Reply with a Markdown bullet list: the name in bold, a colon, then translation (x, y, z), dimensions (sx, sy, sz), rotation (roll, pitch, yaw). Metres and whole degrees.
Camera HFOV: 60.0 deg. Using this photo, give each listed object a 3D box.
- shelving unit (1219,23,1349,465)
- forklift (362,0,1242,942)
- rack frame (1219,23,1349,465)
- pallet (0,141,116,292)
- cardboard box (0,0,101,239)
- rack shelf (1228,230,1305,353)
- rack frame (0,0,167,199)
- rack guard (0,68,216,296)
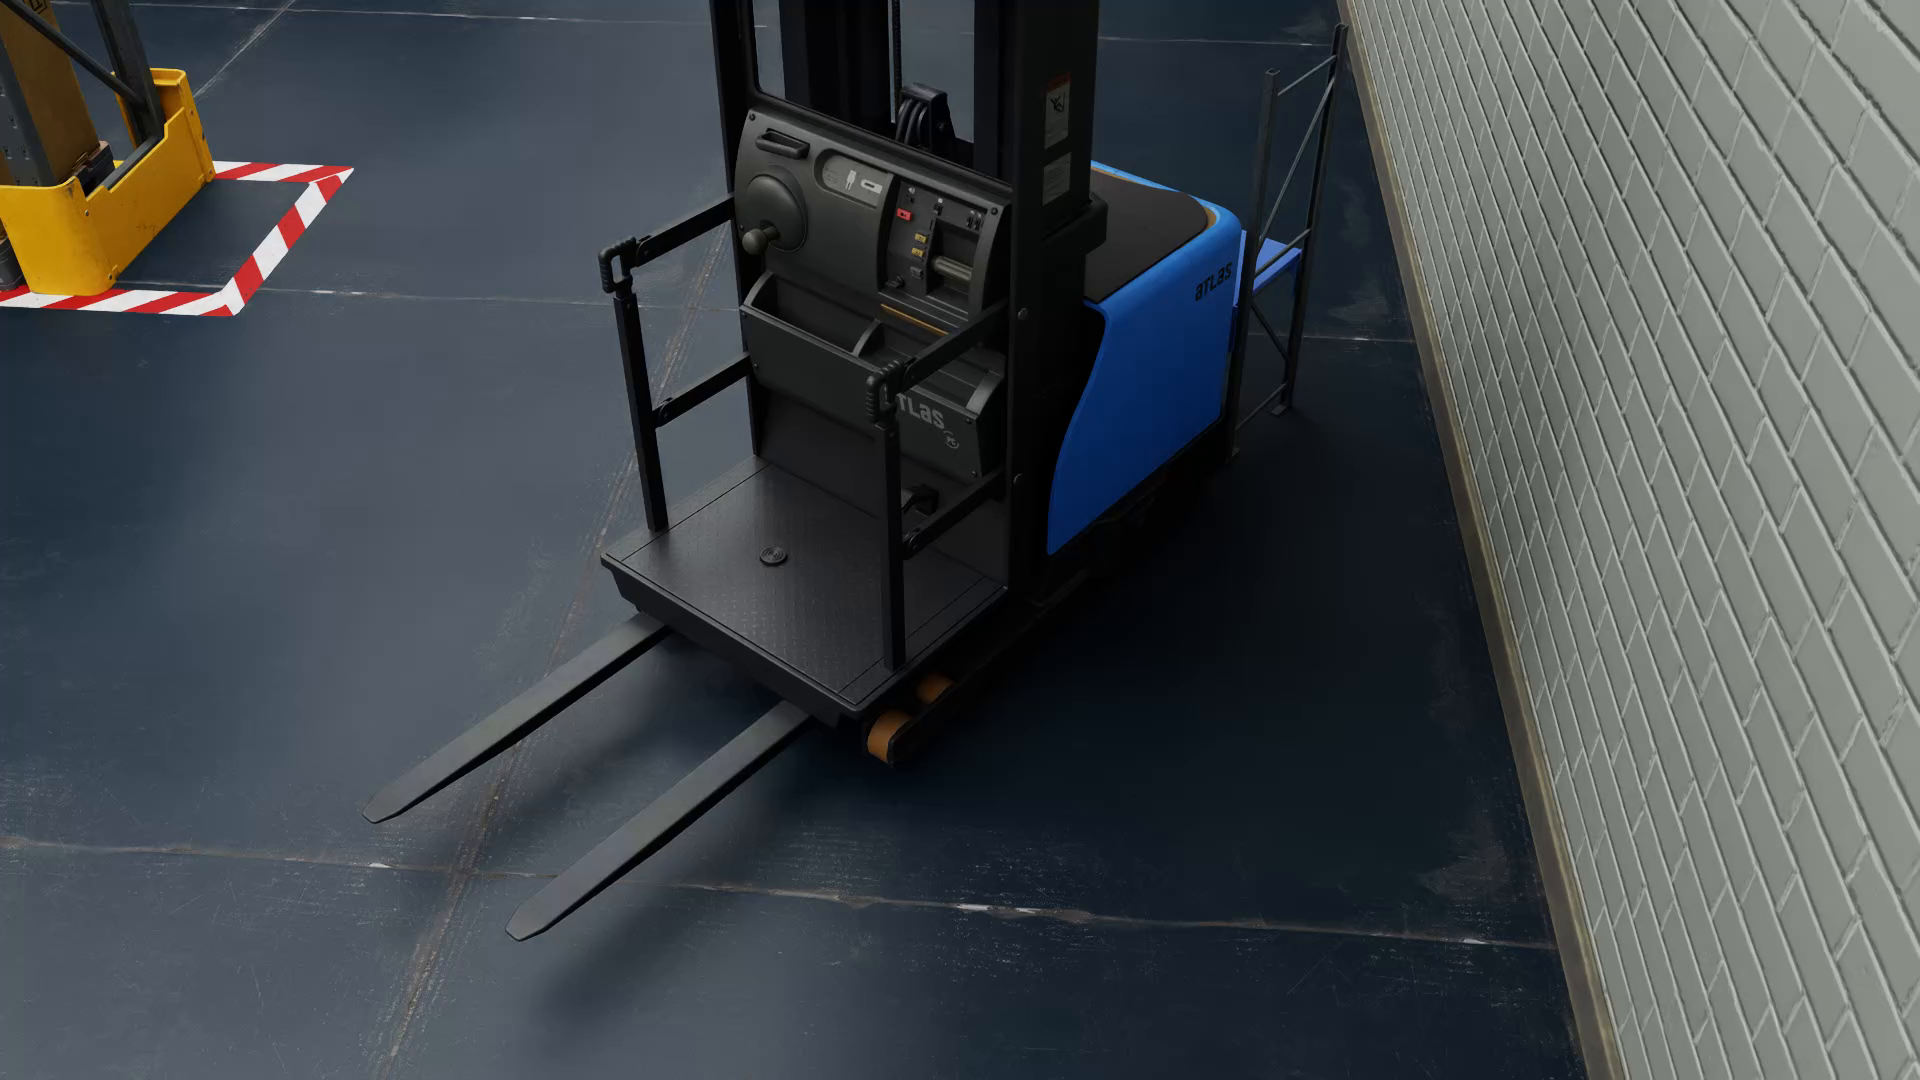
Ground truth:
- **shelving unit**: translation (0.708, -1.182, 6.014), dimensions (1.048, 1.500, 0.538), rotation (26, 46, 28)
- **forklift**: translation (-0.400, -0.830, 4.448), dimensions (1.130, 2.935, 3.031), rotation (27, 47, 30)
- **rack frame**: translation (1.111, -0.987, 5.774), dimensions (0.032, 1.500, 0.500), rotation (26, 46, 28)
- **pallet**: translation (-4.565, -1.478, 7.399), dimensions (1.213, 0.211, 1.003), rotation (3, 39, 4)
- **cardboard box**: translation (-4.406, -1.889, 7.045), dimensions (0.875, 0.875, 0.875), rotation (3, 39, 4)
- **rack shelf**: translation (0.708, -1.042, 6.127), dimensions (1.000, 0.185, 0.538), rotation (26, 46, 28)
- **rack frame**: translation (-3.761, -2.566, 6.526), dimensions (0.127, 3.000, 1.000), rotation (3, 39, 4)
- **rack guard**: translation (-3.737, -1.595, 7.313), dimensions (0.348, 0.500, 1.175), rotation (3, 39, 4)
